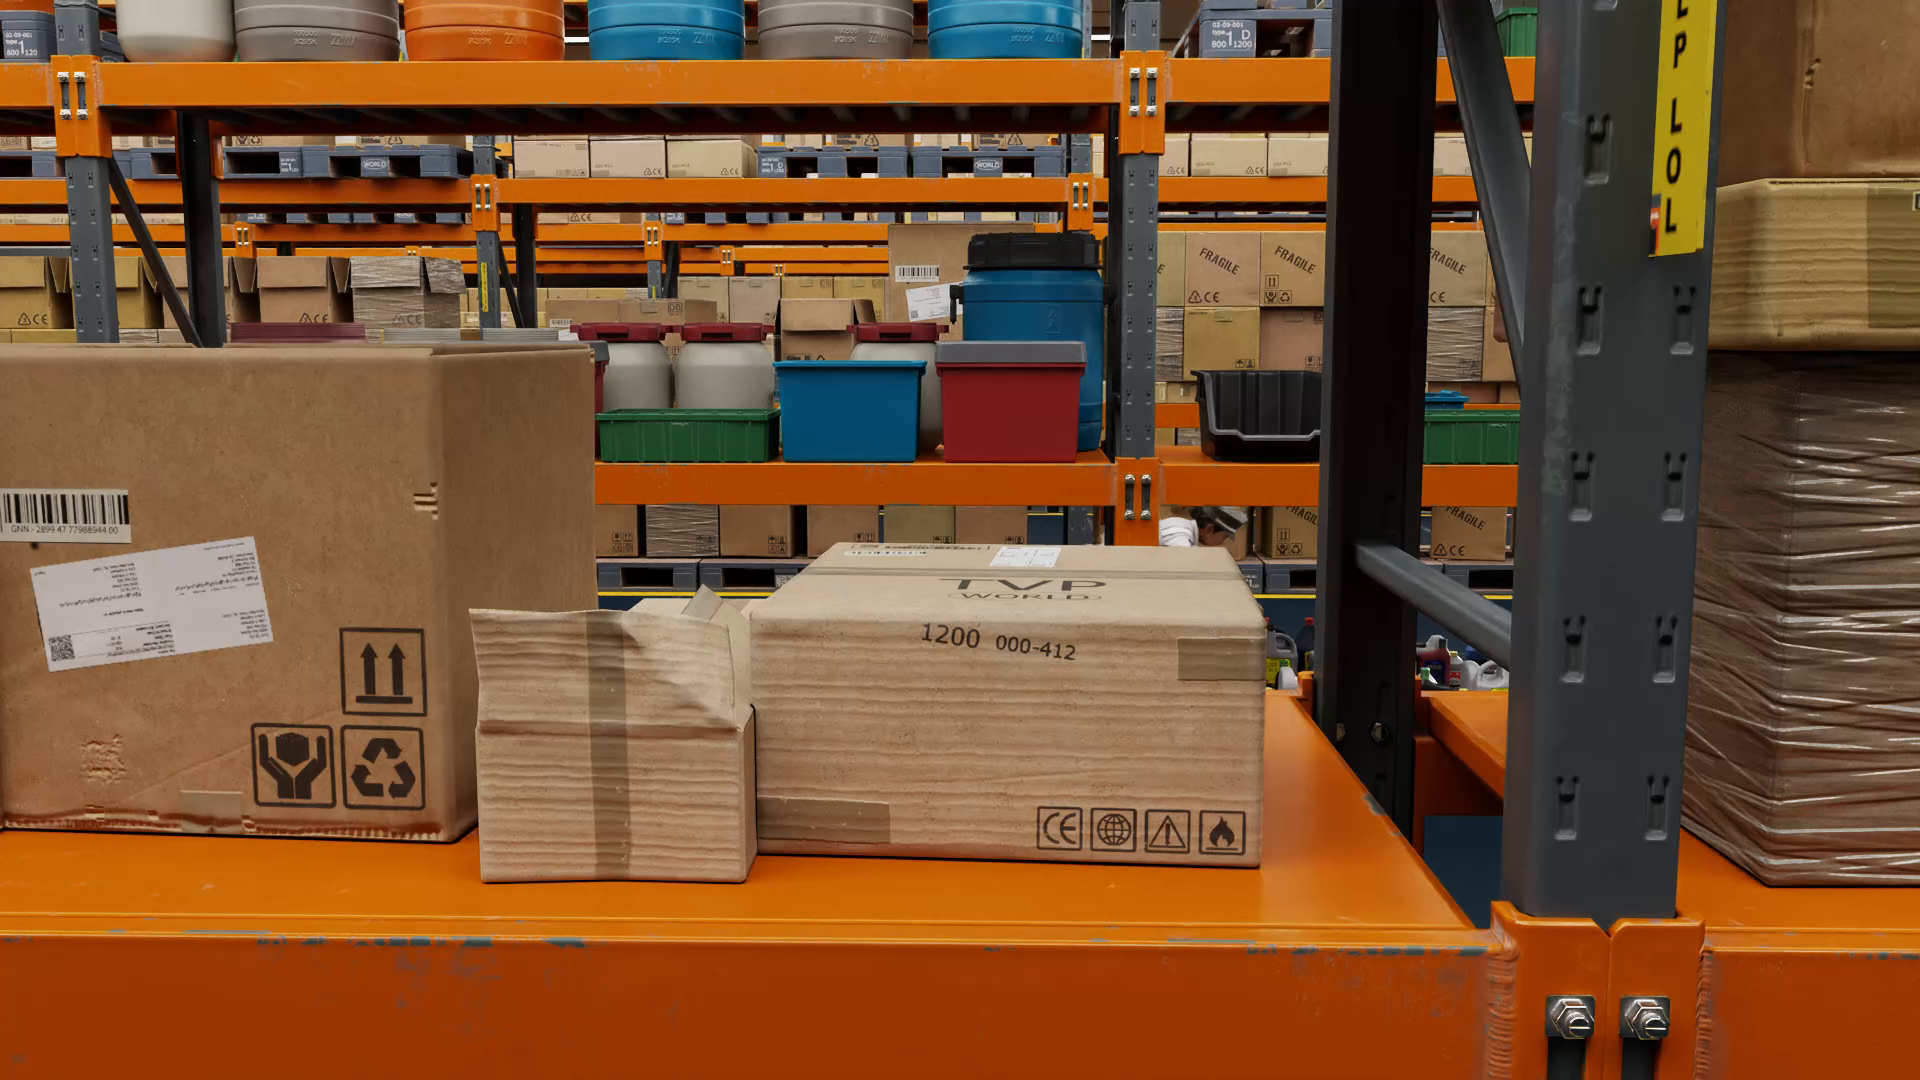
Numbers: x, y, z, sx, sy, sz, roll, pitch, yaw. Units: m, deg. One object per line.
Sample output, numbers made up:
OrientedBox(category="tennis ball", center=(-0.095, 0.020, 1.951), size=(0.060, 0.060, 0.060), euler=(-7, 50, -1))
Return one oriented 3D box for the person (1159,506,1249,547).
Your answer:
OrientedBox(category="person", center=(1.033, 0.257, 8.386), size=(0.820, 1.006, 0.488), euler=(2, 8, 16))
